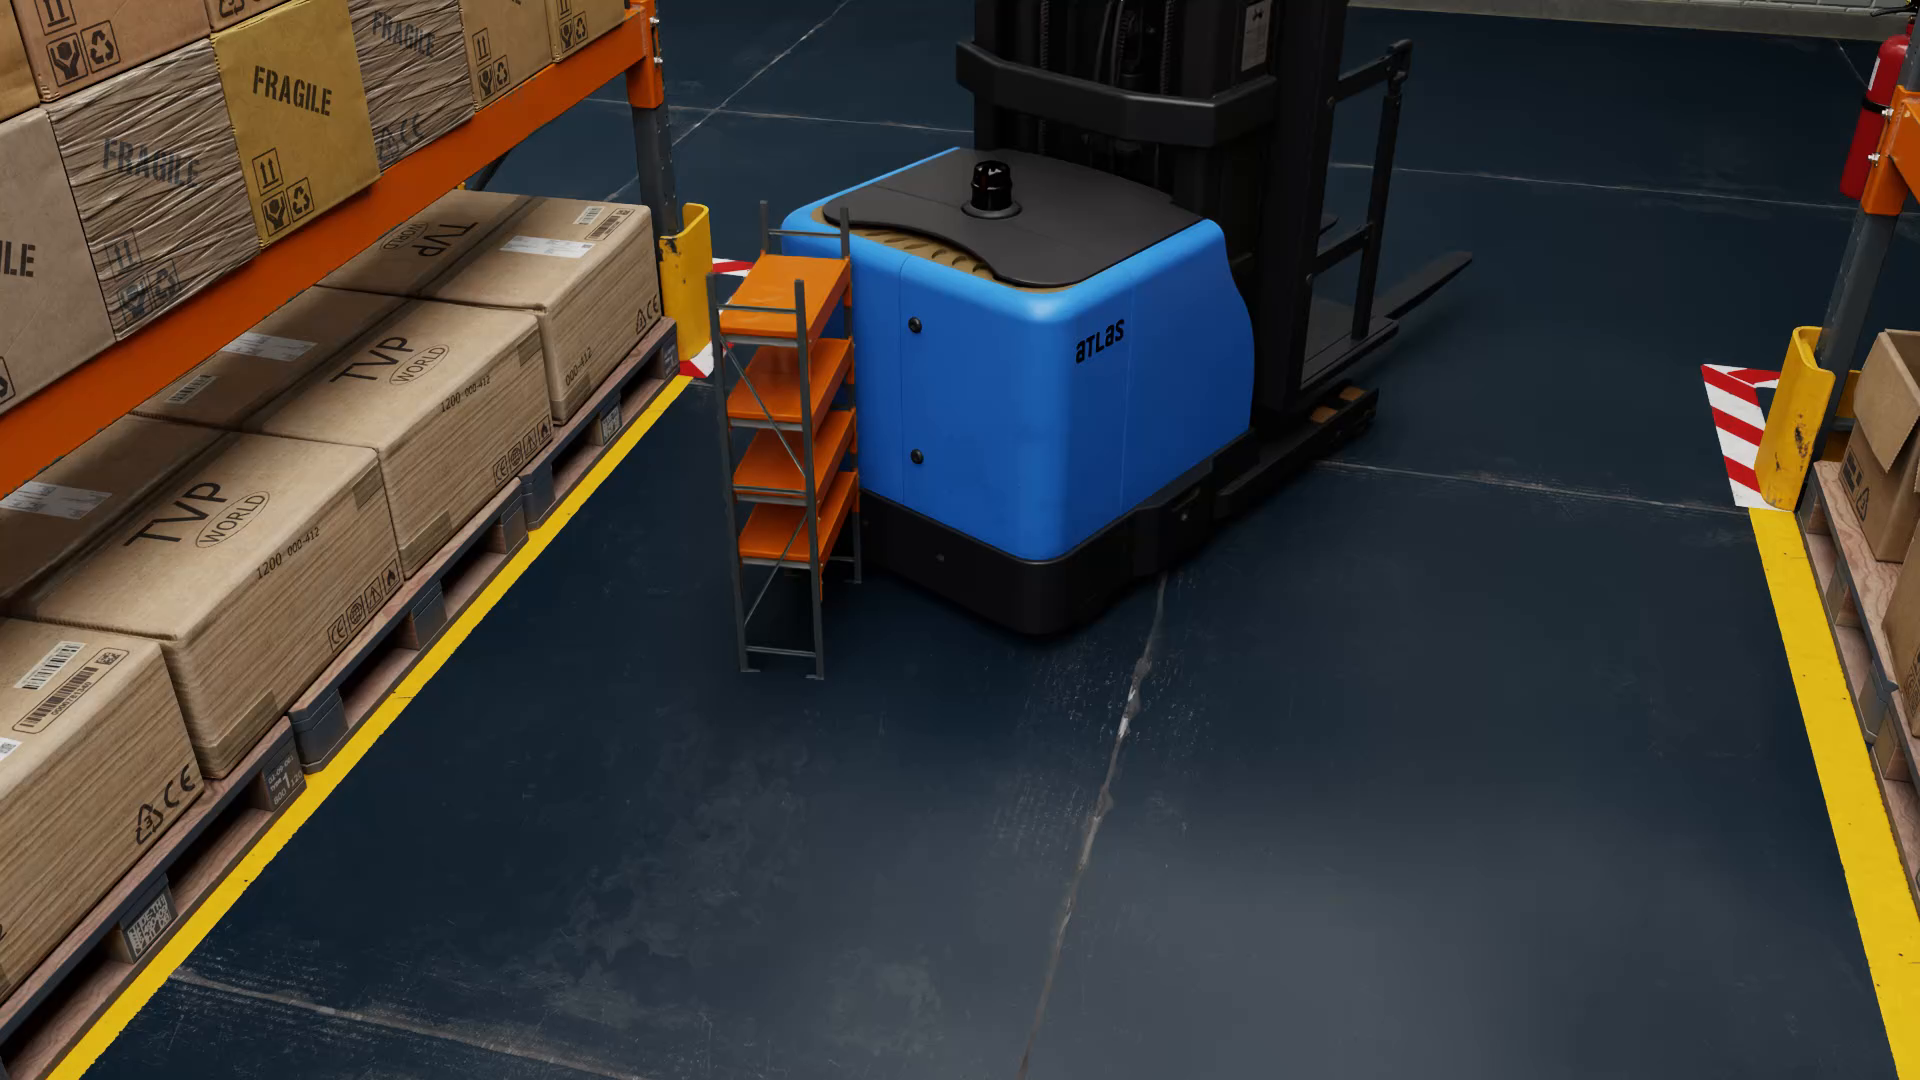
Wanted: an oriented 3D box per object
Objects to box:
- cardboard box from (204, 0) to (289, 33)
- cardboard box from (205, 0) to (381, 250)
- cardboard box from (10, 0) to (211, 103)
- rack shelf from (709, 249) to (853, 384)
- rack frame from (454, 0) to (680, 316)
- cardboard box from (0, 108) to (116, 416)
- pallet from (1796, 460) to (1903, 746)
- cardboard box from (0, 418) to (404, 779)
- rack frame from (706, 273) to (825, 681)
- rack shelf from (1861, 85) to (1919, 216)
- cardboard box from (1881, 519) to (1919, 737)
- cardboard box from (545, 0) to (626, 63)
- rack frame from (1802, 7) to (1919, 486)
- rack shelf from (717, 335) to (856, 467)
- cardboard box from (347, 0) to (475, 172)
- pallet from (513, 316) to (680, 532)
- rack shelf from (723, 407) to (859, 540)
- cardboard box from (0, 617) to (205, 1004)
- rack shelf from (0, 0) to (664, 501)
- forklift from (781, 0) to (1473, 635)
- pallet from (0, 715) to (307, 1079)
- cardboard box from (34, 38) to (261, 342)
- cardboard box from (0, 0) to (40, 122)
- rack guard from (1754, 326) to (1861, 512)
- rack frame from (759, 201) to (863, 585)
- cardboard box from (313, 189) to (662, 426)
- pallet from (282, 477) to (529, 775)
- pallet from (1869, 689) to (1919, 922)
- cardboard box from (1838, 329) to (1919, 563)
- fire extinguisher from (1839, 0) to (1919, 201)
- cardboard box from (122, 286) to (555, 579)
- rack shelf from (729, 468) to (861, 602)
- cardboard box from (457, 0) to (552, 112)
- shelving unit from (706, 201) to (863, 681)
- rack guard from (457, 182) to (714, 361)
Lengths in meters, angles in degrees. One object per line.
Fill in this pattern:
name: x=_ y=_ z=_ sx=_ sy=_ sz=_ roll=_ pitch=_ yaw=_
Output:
cardboard box: x=-1.806 y=-1.482 z=3.760 sx=0.500 sy=0.500 sz=0.500 roll=8 pitch=33 yaw=12
cardboard box: x=-1.799 y=-1.052 z=4.015 sx=0.500 sy=0.500 sz=0.500 roll=9 pitch=34 yaw=14
cardboard box: x=-1.936 y=-1.220 z=3.348 sx=0.500 sy=0.500 sz=0.500 roll=9 pitch=33 yaw=13
rack shelf: x=-0.455 y=-0.588 z=4.324 sx=0.258 sy=0.148 sz=0.480 roll=5 pitch=33 yaw=8
rack frame: x=-1.551 y=-2.092 z=5.745 sx=1.000 sy=3.000 sz=0.127 roll=8 pitch=33 yaw=12
cardboard box: x=-2.062 y=-0.527 z=3.190 sx=0.500 sy=0.500 sz=0.500 roll=8 pitch=33 yaw=13
pallet: x=3.030 y=0.212 z=4.720 sx=1.003 sy=0.211 sz=1.213 roll=8 pitch=33 yaw=12
cardboard box: x=-2.077 y=0.112 z=4.275 sx=0.875 sy=0.438 sz=0.875 roll=7 pitch=33 yaw=11
rack frame: x=-0.495 y=-0.127 z=4.331 sx=0.240 sy=1.200 sz=0.015 roll=5 pitch=33 yaw=8
rack shelf: x=2.743 y=-0.077 z=3.246 sx=1.077 sy=0.370 sz=4.000 roll=8 pitch=33 yaw=12
cardboard box: x=2.749 y=0.202 z=4.075 sx=0.700 sy=0.500 sz=0.500 roll=9 pitch=34 yaw=14
cardboard box: x=-1.418 y=-1.848 z=5.268 sx=0.500 sy=0.500 sz=0.500 roll=8 pitch=33 yaw=13
rack frame: x=3.251 y=-1.418 z=4.685 sx=1.000 sy=3.000 sz=0.127 roll=8 pitch=33 yaw=12
rack shelf: x=-0.455 y=-0.388 z=4.451 sx=0.258 sy=0.148 sz=0.480 roll=5 pitch=33 yaw=8
cardboard box: x=-1.681 y=-1.321 z=4.439 sx=0.500 sy=0.500 sz=0.500 roll=9 pitch=34 yaw=14
pallet: x=-1.679 y=-0.490 z=5.824 sx=1.003 sy=0.211 sz=1.213 roll=8 pitch=33 yaw=12
rack shelf: x=-0.455 y=-0.199 z=4.571 sx=0.258 sy=0.148 sz=0.480 roll=5 pitch=33 yaw=8
cardboard box: x=-2.303 y=0.576 z=3.544 sx=0.875 sy=0.438 sz=0.875 roll=8 pitch=33 yaw=12
rack shelf: x=-2.059 y=-0.751 z=4.306 sx=1.077 sy=0.370 sz=4.000 roll=8 pitch=33 yaw=12
forklift: x=0.812 y=-1.686 z=5.169 sx=1.130 sy=2.935 sz=3.031 roll=25 pitch=40 yaw=33
pallet: x=-2.298 y=0.776 z=3.832 sx=1.003 sy=0.211 sz=1.213 roll=8 pitch=33 yaw=12
cardboard box: x=-1.930 y=-0.784 z=3.595 sx=0.500 sy=0.500 sz=0.500 roll=8 pitch=33 yaw=13
cardboard box: x=-2.077 y=-0.956 z=2.933 sx=0.500 sy=0.500 sz=0.500 roll=8 pitch=33 yaw=12
rack guard: x=3.232 y=-0.324 z=5.294 sx=1.175 sy=0.500 sz=0.348 roll=8 pitch=33 yaw=12
rack frame: x=-0.416 y=-0.385 z=4.738 sx=0.240 sy=1.200 sz=0.015 roll=5 pitch=33 yaw=8
cardboard box: x=-1.622 y=-0.832 z=5.760 sx=0.875 sy=0.438 sz=0.875 roll=7 pitch=33 yaw=11
pallet: x=-1.990 y=0.141 z=4.831 sx=1.003 sy=0.211 sz=1.213 roll=8 pitch=33 yaw=12
pallet: x=2.719 y=0.843 z=3.728 sx=1.003 sy=0.211 sz=1.213 roll=8 pitch=33 yaw=12
cardboard box: x=3.004 y=-0.238 z=4.763 sx=0.797 sy=0.503 sz=0.637 roll=7 pitch=33 yaw=10
fire extinguisher: x=2.841 y=-1.368 z=5.025 sx=0.296 sy=0.674 sz=0.183 roll=8 pitch=33 yaw=12
cardboard box: x=-1.846 y=-0.356 z=5.011 sx=0.875 sy=0.438 sz=0.875 roll=9 pitch=34 yaw=14
rack shelf: x=-0.455 y=-0.032 z=4.677 sx=0.258 sy=0.148 sz=0.480 roll=5 pitch=33 yaw=8
cardboard box: x=-1.560 y=-1.590 z=4.861 sx=0.500 sy=0.500 sz=0.500 roll=7 pitch=33 yaw=11
shelving unit: x=-0.455 y=-0.256 z=4.534 sx=0.258 sy=1.200 sz=0.503 roll=5 pitch=33 yaw=8
rack guard: x=-1.545 y=-1.050 z=6.435 sx=1.175 sy=0.500 sz=0.348 roll=8 pitch=33 yaw=12
